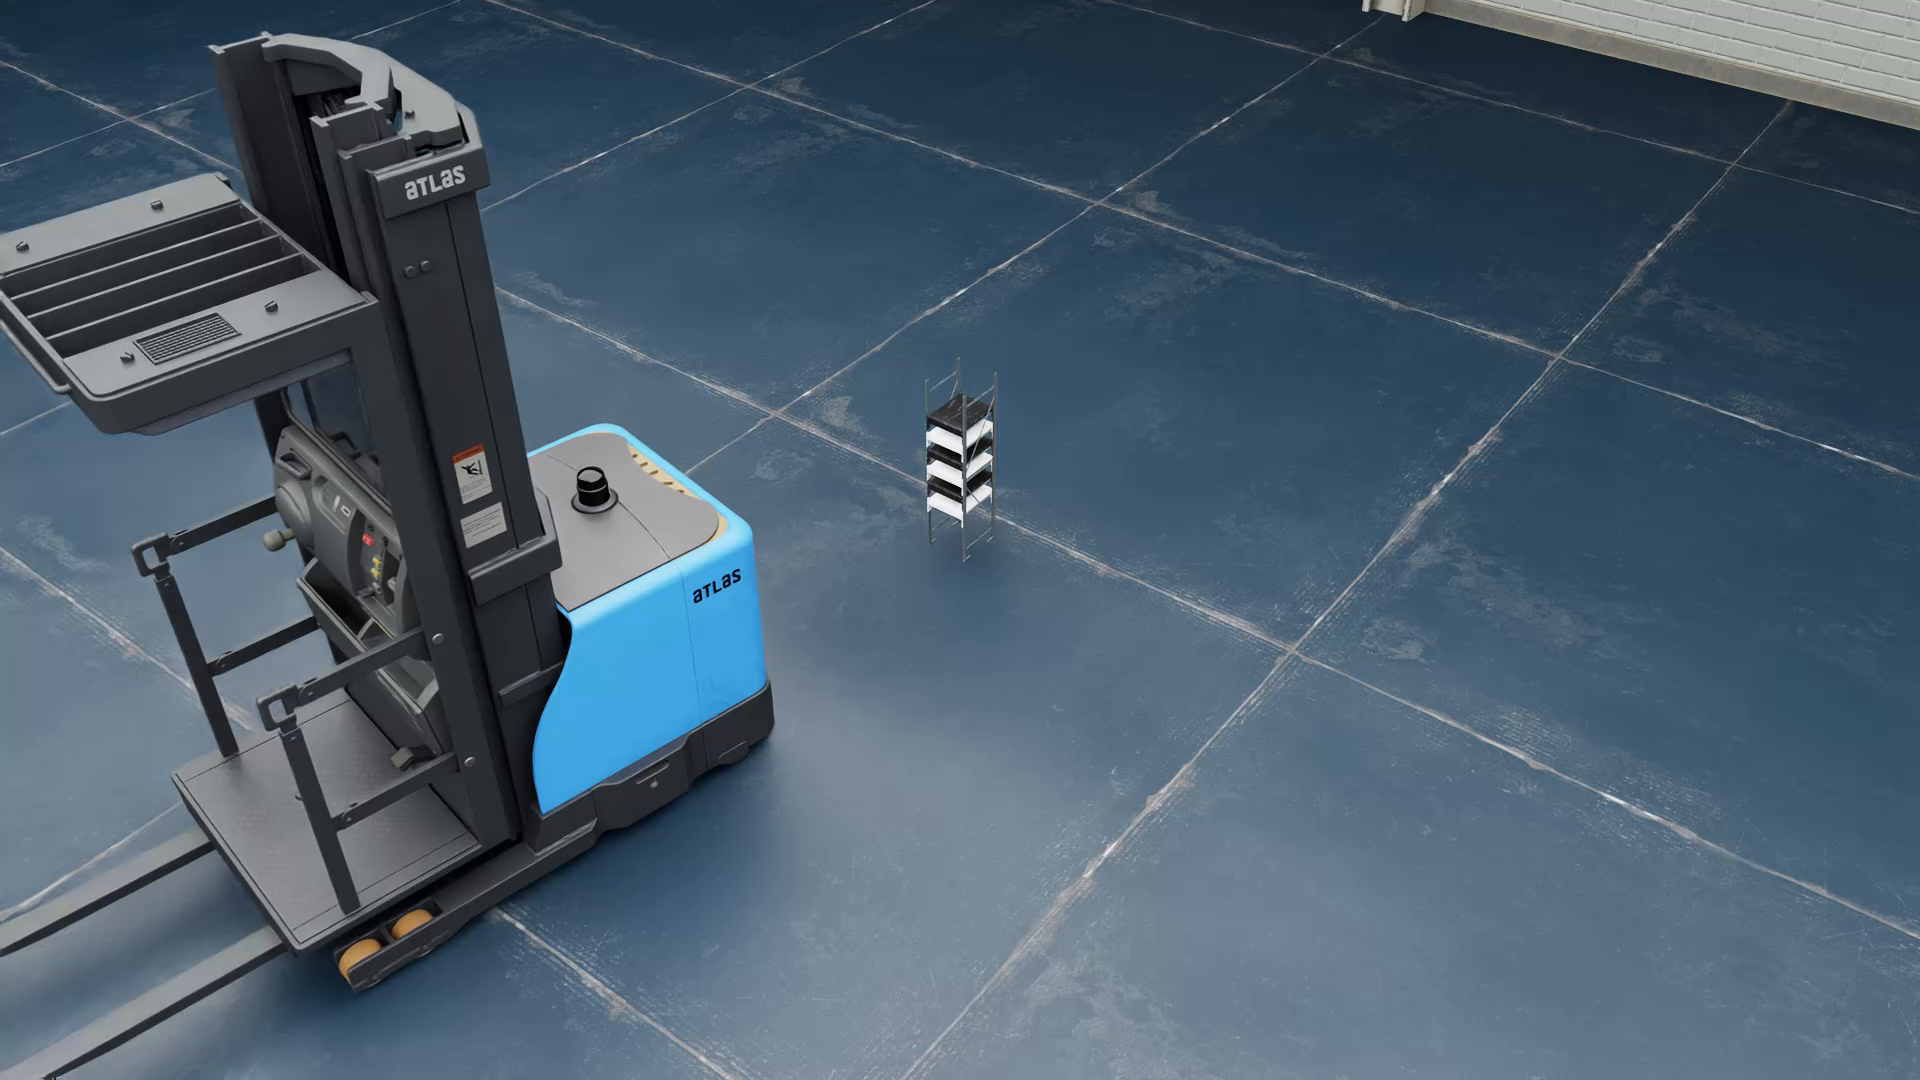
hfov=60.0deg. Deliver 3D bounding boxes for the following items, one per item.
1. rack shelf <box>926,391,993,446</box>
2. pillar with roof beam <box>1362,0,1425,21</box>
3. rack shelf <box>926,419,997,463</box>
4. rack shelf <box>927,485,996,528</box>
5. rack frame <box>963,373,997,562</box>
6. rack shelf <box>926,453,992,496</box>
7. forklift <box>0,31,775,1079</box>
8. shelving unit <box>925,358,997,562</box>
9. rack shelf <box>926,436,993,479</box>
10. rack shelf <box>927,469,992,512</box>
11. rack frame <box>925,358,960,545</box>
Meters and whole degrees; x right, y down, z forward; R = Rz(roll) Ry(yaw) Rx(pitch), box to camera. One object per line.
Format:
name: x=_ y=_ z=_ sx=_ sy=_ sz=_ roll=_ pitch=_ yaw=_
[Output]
rack shelf: x=0.006 y=-0.538 z=7.323 sx=0.200 sy=0.077 sz=0.258 roll=25 pitch=45 yaw=29
pillar with roof beam: x=0.790 y=-5.600 z=7.603 sx=0.400 sy=9.000 sz=9.100 roll=25 pitch=45 yaw=29
rack shelf: x=0.006 y=-0.467 z=7.378 sx=0.200 sy=0.077 sz=0.258 roll=25 pitch=45 yaw=29
rack shelf: x=0.006 y=-0.183 z=7.600 sx=0.200 sy=0.077 sz=0.258 roll=25 pitch=45 yaw=29
rack frame: x=0.087 y=-0.313 z=7.420 sx=0.006 sy=0.900 sz=0.240 roll=25 pitch=45 yaw=29
rack shelf: x=0.006 y=-0.325 z=7.489 sx=0.200 sy=0.077 sz=0.258 roll=25 pitch=45 yaw=29
forklift: x=-2.179 y=0.031 z=5.333 sx=3.031 sy=2.935 sz=1.130 roll=-29 pitch=46 yaw=-32
shelving unit: x=0.006 y=-0.351 z=7.469 sx=0.210 sy=0.900 sz=0.258 roll=25 pitch=45 yaw=29
rack shelf: x=0.006 y=-0.396 z=7.434 sx=0.200 sy=0.077 sz=0.258 roll=25 pitch=45 yaw=29
rack shelf: x=0.006 y=-0.254 z=7.545 sx=0.200 sy=0.077 sz=0.258 roll=25 pitch=45 yaw=29
rack frame: x=-0.074 y=-0.389 z=7.517 sx=0.006 sy=0.900 sz=0.240 roll=25 pitch=45 yaw=29
